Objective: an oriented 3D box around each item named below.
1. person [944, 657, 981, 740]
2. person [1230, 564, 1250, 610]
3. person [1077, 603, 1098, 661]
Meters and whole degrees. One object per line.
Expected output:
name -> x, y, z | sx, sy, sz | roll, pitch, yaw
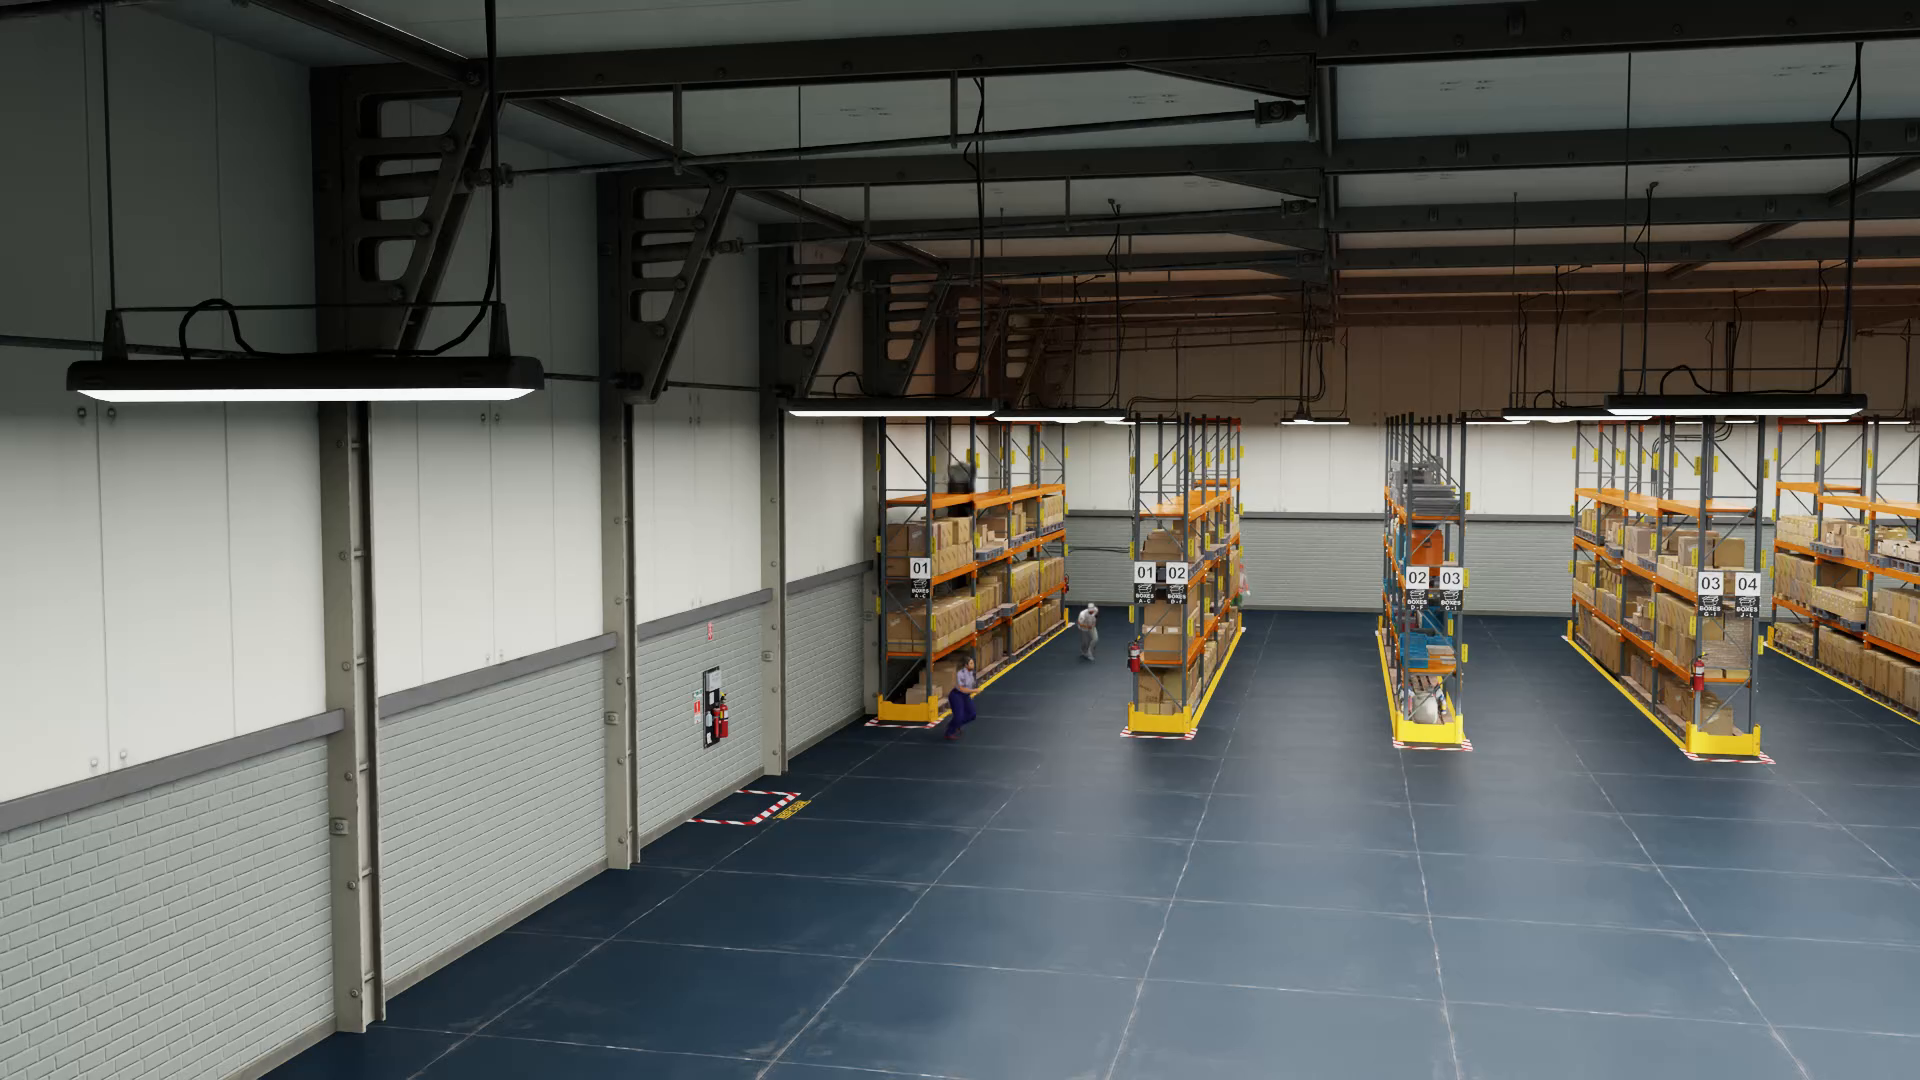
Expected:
person -> 0.068, 2.906, 30.485 | 0.754, 1.531, 0.595 | 2, 4, 30
person -> 8.088, 1.565, 48.651 | 0.702, 1.741, 0.630 | 0, 4, -6
person -> 3.130, 2.244, 41.153 | 0.595, 1.454, 1.168 | -1, 4, -15
